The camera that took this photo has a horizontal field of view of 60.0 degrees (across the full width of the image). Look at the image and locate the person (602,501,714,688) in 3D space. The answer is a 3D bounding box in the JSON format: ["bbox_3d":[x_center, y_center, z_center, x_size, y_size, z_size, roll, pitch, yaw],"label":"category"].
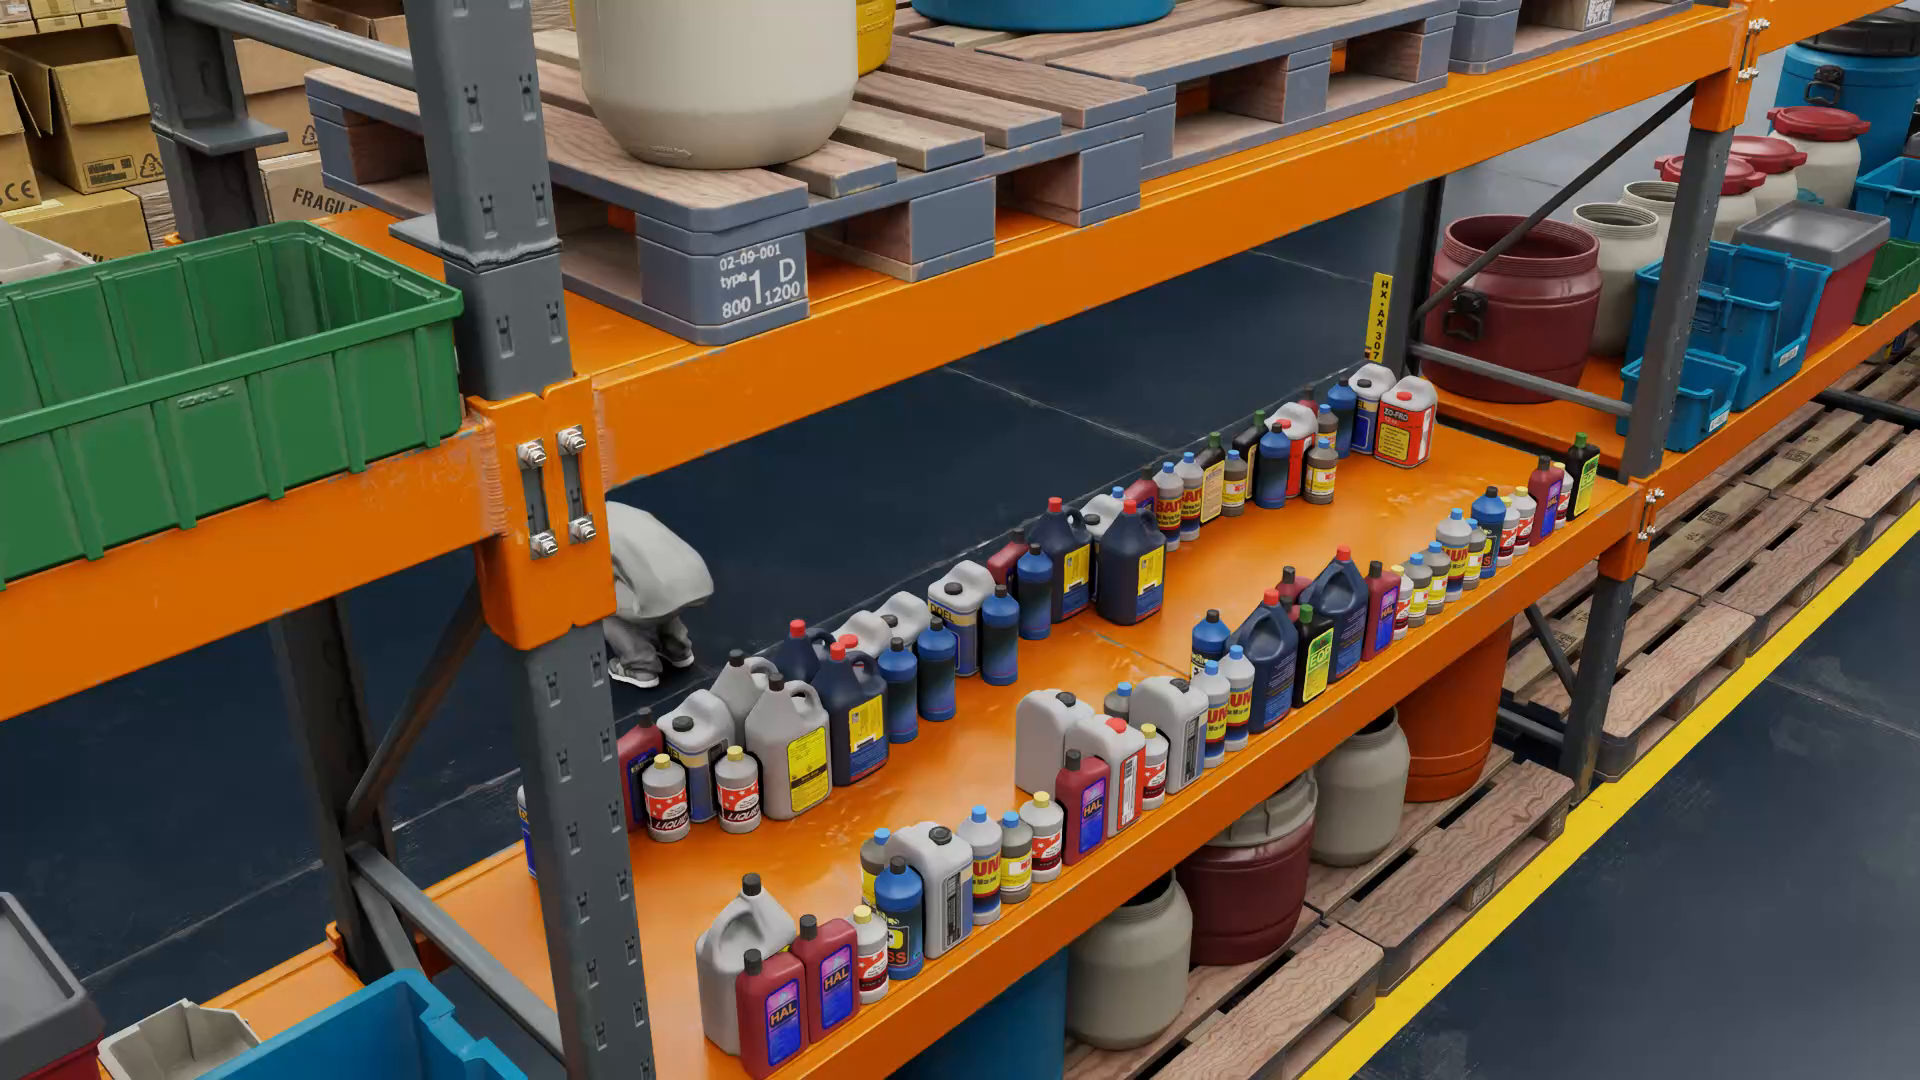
[{"bbox_3d":[-1.352,0.206,6.772,0.850,0.707,0.415,24,36,37],"label":"person"}]
